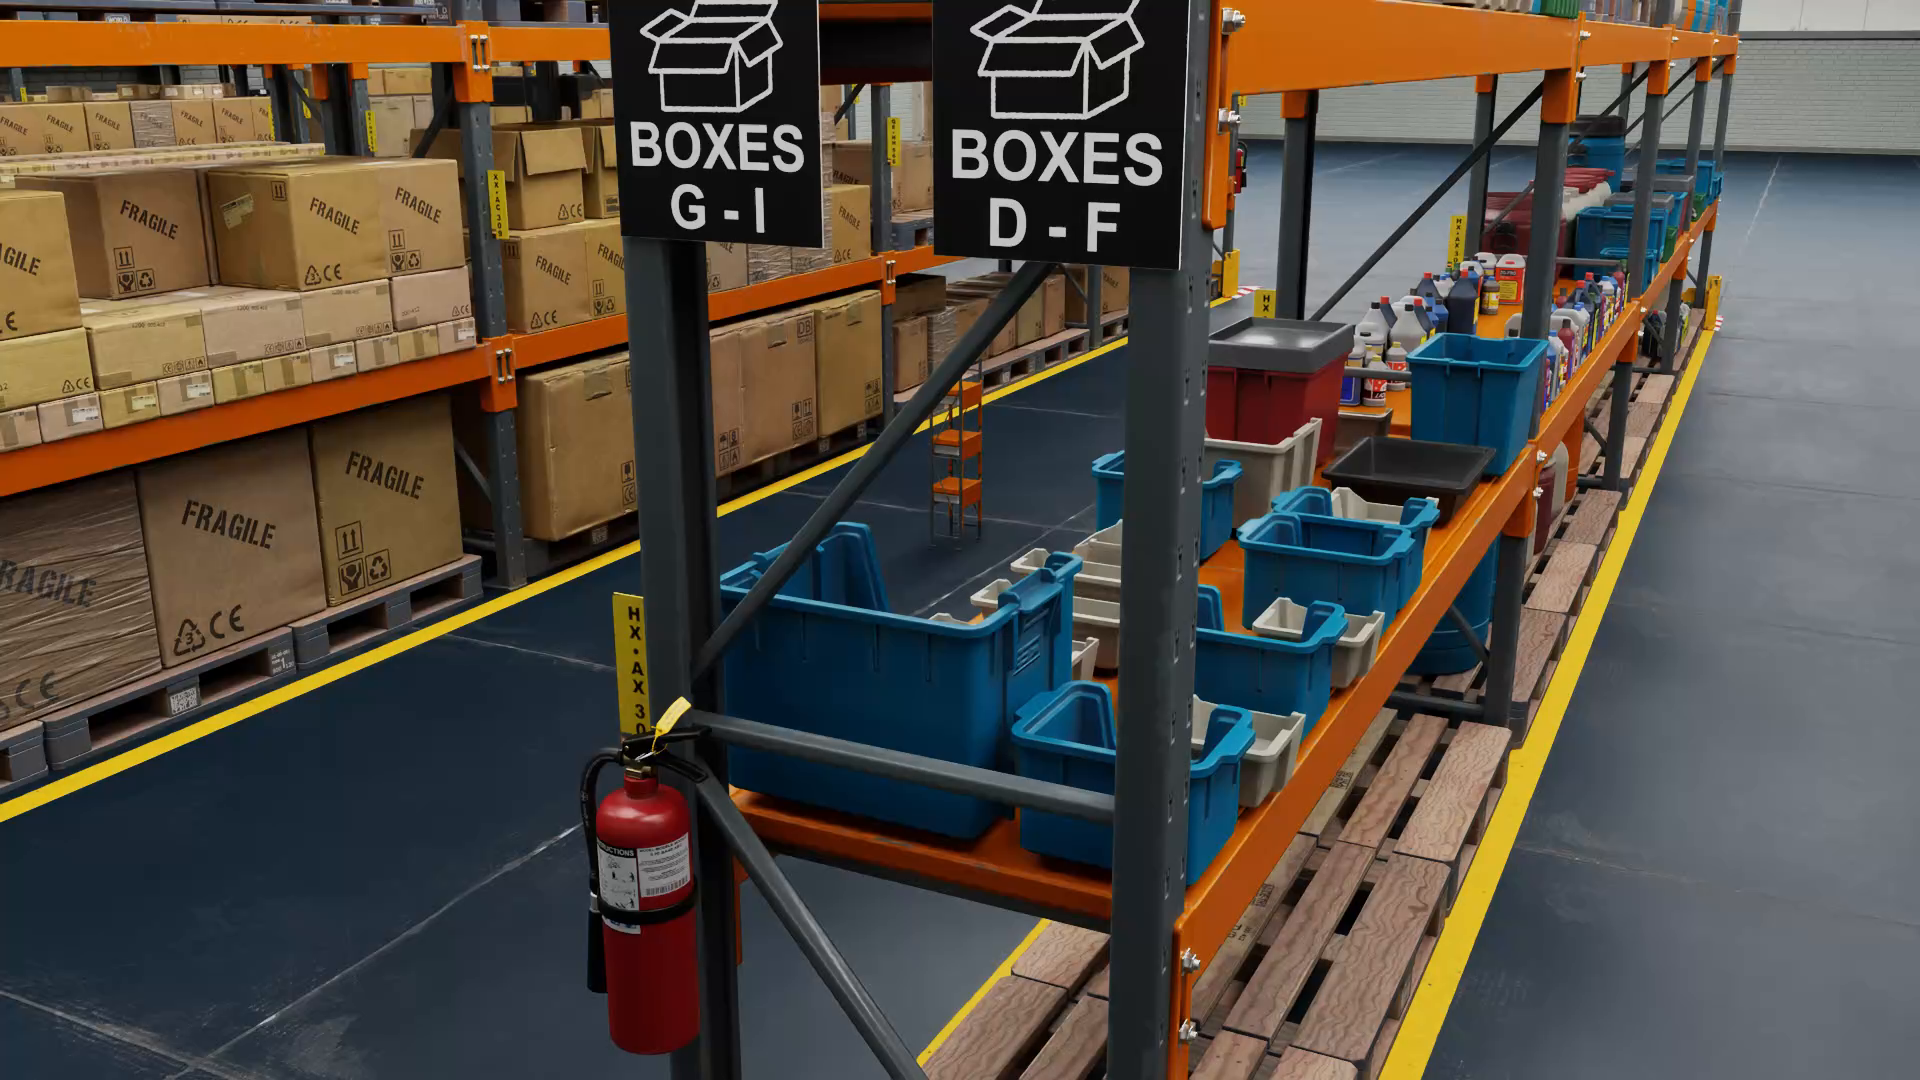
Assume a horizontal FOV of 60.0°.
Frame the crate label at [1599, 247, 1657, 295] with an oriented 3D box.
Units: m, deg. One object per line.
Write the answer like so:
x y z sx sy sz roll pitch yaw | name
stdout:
4.001 -1.614 9.983 0.303 0.233 0.416 8 18 25 | crate label

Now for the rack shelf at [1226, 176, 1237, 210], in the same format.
1.728 -3.448 17.128 1.077 0.370 4.000 8 18 25 | rack shelf

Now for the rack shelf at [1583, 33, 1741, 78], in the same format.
6.159 -4.256 14.580 1.077 0.370 4.000 8 18 25 | rack shelf

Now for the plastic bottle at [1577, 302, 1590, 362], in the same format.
2.875 -0.969 7.745 0.097 0.271 0.097 0 17 0 | plastic bottle

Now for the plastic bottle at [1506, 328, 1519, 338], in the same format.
2.155 -0.651 6.533 0.144 0.351 0.185 8 18 25 | plastic bottle

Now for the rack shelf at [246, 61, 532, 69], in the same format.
-7.138 -6.147 20.946 1.077 0.370 4.000 8 18 25 | rack shelf

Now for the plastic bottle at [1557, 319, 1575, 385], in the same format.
2.633 -0.825 7.238 0.061 0.283 0.133 8 18 25 | plastic bottle

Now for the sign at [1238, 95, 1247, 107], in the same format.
3.109 -4.933 18.276 0.100 0.325 0.005 8 18 25 | sign

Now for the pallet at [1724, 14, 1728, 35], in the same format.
6.595 -4.821 15.552 1.003 0.211 1.213 8 18 25 | pallet

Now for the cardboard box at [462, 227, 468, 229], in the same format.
-2.776 -1.447 8.954 0.500 0.500 0.500 8 18 26 | cardboard box

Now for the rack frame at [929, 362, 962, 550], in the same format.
-0.078 -0.459 9.224 0.200 1.050 0.008 8 18 25 | rack frame

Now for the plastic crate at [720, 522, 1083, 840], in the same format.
-0.115 0.249 3.252 0.616 0.435 0.499 8 18 25 | plastic crate

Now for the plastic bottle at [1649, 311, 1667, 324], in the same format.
6.127 -1.880 14.597 0.152 0.276 0.135 8 18 25 | plastic bottle

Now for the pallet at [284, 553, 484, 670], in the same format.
-3.151 0.275 8.229 1.003 0.211 1.213 8 18 25 | pallet

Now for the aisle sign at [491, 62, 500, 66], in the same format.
-6.494 -6.865 22.802 0.394 0.787 0.004 8 18 25 | aisle sign

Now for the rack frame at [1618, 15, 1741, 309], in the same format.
7.052 -3.672 16.620 1.000 3.000 0.127 8 18 25 | rack frame

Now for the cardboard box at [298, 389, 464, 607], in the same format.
-3.107 -0.271 8.161 0.875 0.875 0.875 8 18 25 | cardboard box

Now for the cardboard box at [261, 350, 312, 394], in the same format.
-3.043 -0.744 7.201 0.380 0.149 0.250 8 19 26 | cardboard box

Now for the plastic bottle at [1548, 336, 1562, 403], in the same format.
2.401 -0.719 6.894 0.152 0.276 0.135 8 18 25 | plastic bottle

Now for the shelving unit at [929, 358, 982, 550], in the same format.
-0.024 -0.490 9.329 0.215 1.050 0.252 8 18 25 | shelving unit

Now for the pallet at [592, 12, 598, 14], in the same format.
-3.183 -5.543 17.805 1.003 0.211 1.213 8 18 25 | pallet

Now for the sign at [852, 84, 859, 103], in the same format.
-1.292 -5.555 20.509 0.100 0.325 0.005 8 18 25 | sign

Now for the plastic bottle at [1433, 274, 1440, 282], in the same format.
2.438 -1.221 8.571 0.061 0.283 0.133 8 18 25 | plastic bottle

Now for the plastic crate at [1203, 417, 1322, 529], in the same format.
0.843 -0.222 5.106 0.437 0.282 0.530 8 18 25 | plastic crate

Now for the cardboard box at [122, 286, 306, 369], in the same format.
-3.160 -0.908 7.055 0.500 0.250 0.500 9 19 26 | cardboard box

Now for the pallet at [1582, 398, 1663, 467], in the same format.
4.405 -0.800 11.846 1.003 0.211 1.213 8 18 25 | pallet

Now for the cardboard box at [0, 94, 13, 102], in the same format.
-12.602 -5.796 21.933 0.380 0.149 0.250 8 18 26 | cardboard box

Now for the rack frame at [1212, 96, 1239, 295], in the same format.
2.621 -4.302 18.741 1.000 3.000 0.127 8 18 25 | rack frame

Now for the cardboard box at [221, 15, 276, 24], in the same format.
-5.585 -4.100 12.617 0.500 0.500 0.500 8 18 25 | cardboard box

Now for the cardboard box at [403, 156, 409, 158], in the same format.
-4.903 -3.049 14.347 0.500 0.500 0.500 8 18 26 | cardboard box

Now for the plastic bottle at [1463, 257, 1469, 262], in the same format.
2.807 -1.431 9.280 0.061 0.283 0.133 8 18 25 | plastic bottle

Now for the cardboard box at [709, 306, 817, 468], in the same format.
-1.686 -1.048 10.779 1.225 0.875 0.875 8 18 26 | cardboard box

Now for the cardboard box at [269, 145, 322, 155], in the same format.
-5.269 -3.041 13.152 0.380 0.149 0.250 8 18 25 | cardboard box

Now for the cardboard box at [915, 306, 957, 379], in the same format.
-0.436 -1.593 13.238 0.700 0.500 0.500 6 18 21 | cardboard box

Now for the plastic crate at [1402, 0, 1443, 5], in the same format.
0.831 -1.359 3.672 0.504 0.338 0.767 8 18 25 | plastic crate

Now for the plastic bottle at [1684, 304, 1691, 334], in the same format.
6.487 -1.993 14.978 0.152 0.276 0.135 8 18 26 | plastic bottle

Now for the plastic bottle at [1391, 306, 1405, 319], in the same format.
1.966 -0.919 7.568 0.152 0.276 0.135 8 18 25 | plastic bottle

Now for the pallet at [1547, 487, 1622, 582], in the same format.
3.163 -0.092 9.462 1.003 0.211 1.213 8 18 25 | pallet

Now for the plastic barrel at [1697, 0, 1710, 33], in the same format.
4.940 -4.008 11.601 0.600 0.901 0.600 0 17 0 | plastic barrel

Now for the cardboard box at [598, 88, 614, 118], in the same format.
-3.775 -4.340 16.937 0.700 0.500 0.500 8 18 24 | cardboard box

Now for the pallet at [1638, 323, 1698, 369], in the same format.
6.146 -1.794 15.194 1.003 0.211 1.213 8 18 25 | pallet

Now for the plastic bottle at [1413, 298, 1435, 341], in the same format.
2.020 -0.896 7.361 0.144 0.351 0.185 8 18 25 | plastic bottle

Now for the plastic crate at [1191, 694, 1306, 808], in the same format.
0.525 0.409 3.237 0.250 0.136 0.298 8 18 25 | plastic crate

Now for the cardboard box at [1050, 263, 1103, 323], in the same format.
1.048 -2.383 15.933 0.500 0.500 0.500 7 18 24 | cardboard box

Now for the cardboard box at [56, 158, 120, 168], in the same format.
-6.082 -2.576 11.587 0.380 0.149 0.250 8 18 25 | cardboard box

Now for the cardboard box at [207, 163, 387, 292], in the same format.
-2.935 -1.398 7.386 0.500 0.500 0.500 8 18 26 | cardboard box

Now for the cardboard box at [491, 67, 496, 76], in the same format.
-6.510 -5.947 21.825 0.700 0.500 0.500 8 18 26 | cardboard box

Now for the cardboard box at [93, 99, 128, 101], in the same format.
-9.174 -4.469 17.867 0.500 0.500 0.500 7 18 23 | cardboard box

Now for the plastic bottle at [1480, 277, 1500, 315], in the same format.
2.908 -1.341 9.120 0.097 0.201 0.097 0 17 0 | plastic bottle

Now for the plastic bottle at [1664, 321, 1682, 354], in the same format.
5.997 -1.747 14.018 0.144 0.351 0.185 9 19 27 | plastic bottle

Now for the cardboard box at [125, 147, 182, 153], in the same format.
-6.195 -2.927 12.770 0.380 0.149 0.250 9 19 28 | cardboard box

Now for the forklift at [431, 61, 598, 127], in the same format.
-3.390 -2.543 12.940 1.130 2.935 3.031 0 17 -1 | forklift

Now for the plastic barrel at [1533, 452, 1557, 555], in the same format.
2.770 -0.265 8.647 0.600 0.588 0.708 8 18 25 | plastic barrel

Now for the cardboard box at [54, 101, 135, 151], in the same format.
-8.953 -4.272 17.204 0.500 0.500 0.500 8 19 26 | cardboard box

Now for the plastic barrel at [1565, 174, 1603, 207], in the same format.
4.313 -2.316 11.814 0.433 0.535 0.433 0 17 0 | plastic barrel

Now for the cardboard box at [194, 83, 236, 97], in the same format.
-8.558 -5.172 19.095 0.380 0.149 0.250 8 18 25 | cardboard box

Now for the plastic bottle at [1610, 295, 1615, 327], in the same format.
3.377 -1.222 8.718 0.097 0.201 0.097 0 17 0 | plastic bottle
